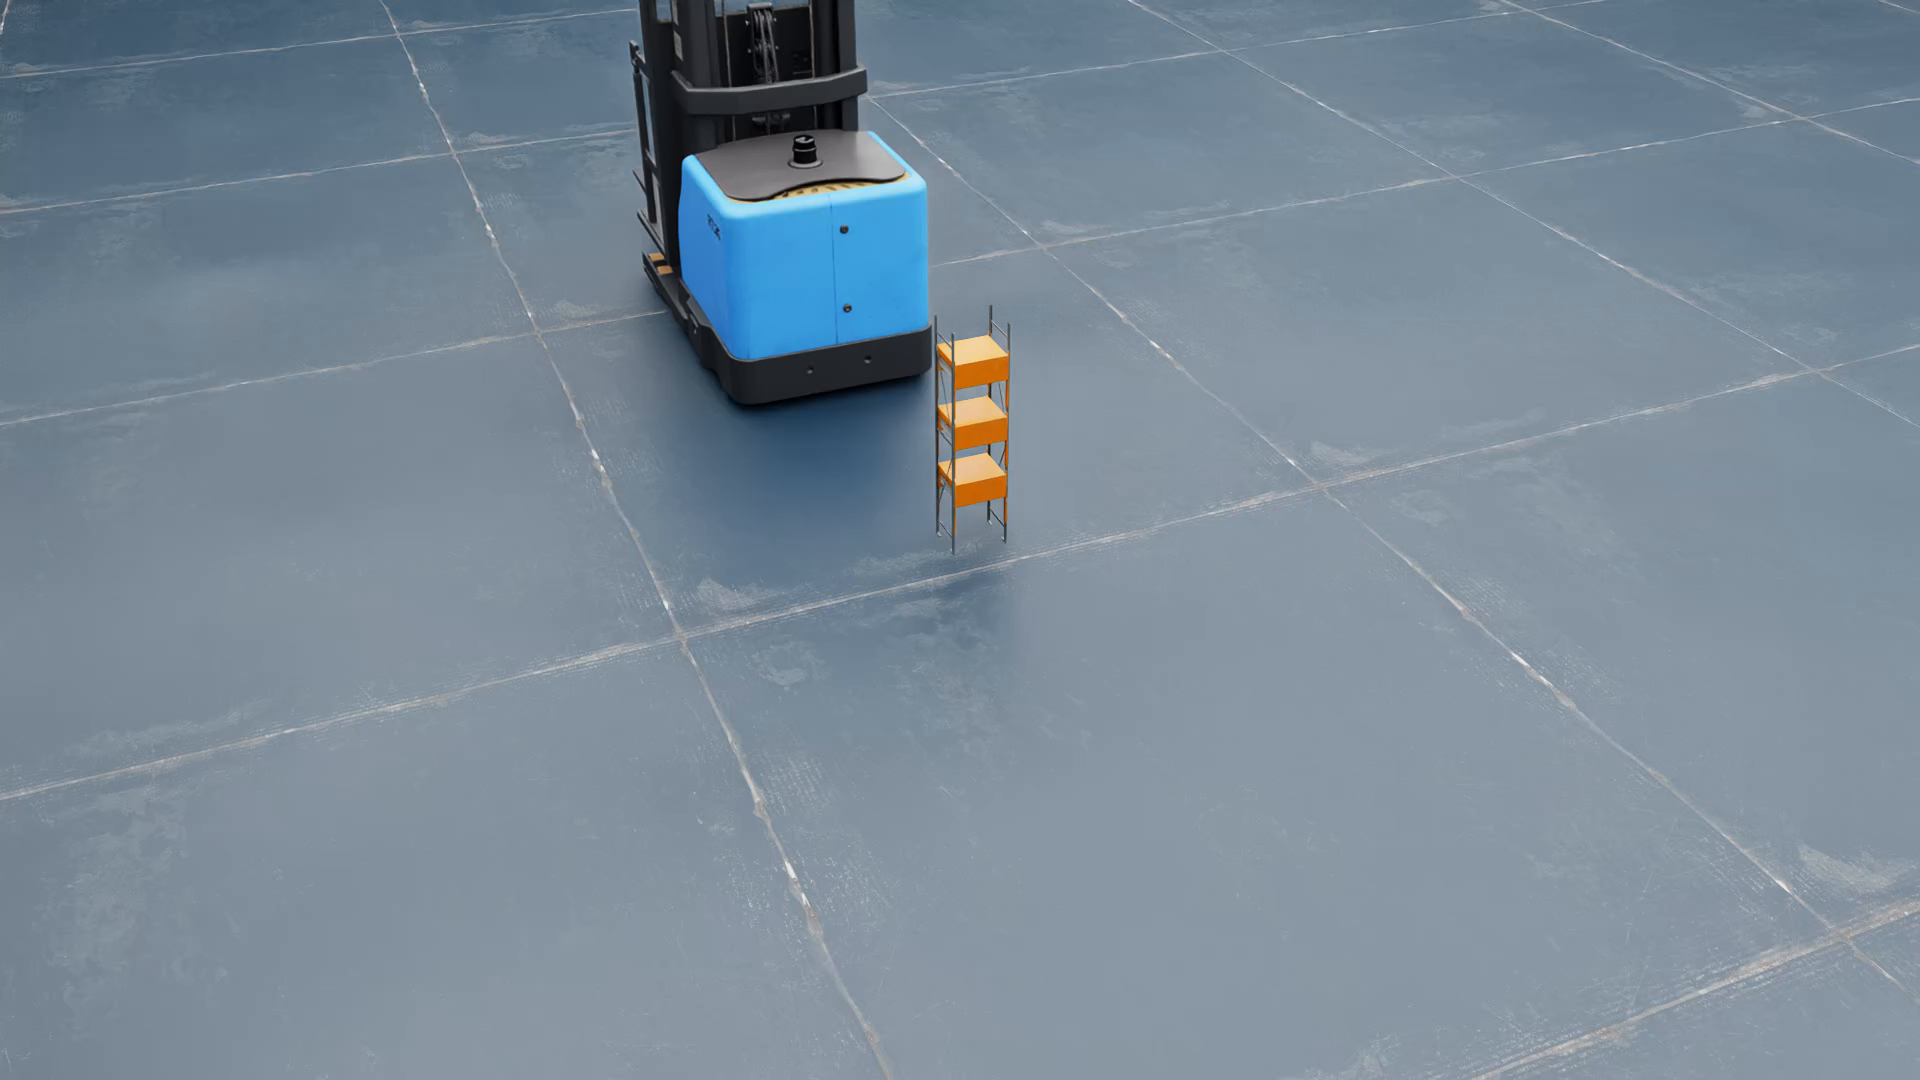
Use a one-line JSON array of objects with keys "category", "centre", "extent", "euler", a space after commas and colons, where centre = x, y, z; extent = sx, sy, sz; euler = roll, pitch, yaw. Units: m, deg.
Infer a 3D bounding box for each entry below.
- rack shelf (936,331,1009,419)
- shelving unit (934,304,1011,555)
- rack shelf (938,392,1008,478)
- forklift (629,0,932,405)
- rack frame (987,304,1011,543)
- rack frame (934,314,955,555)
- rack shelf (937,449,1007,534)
[{"category": "rack shelf", "centre": [0.049, -0.680, 6.832], "extent": [0.240, 0.259, 0.215], "euler": [-13, 35, -19]}, {"category": "shelving unit", "centre": [0.049, -0.451, 6.981], "extent": [0.252, 1.050, 0.215], "euler": [-13, 35, -19]}, {"category": "rack shelf", "centre": [0.049, -0.442, 6.987], "extent": [0.240, 0.259, 0.215], "euler": [-13, 35, -19]}, {"category": "forklift", "centre": [-1.166, -2.685, 8.689], "extent": [1.130, 2.935, 3.031], "euler": [-12, 35, -18]}, {"category": "rack frame", "centre": [0.162, -0.477, 7.021], "extent": [0.008, 1.050, 0.200], "euler": [-13, 35, -19]}, {"category": "rack frame", "centre": [-0.063, -0.426, 6.941], "extent": [0.008, 1.050, 0.200], "euler": [-13, 35, -19]}, {"category": "rack shelf", "centre": [0.049, -0.210, 7.138], "extent": [0.240, 0.259, 0.215], "euler": [-13, 35, -19]}]
